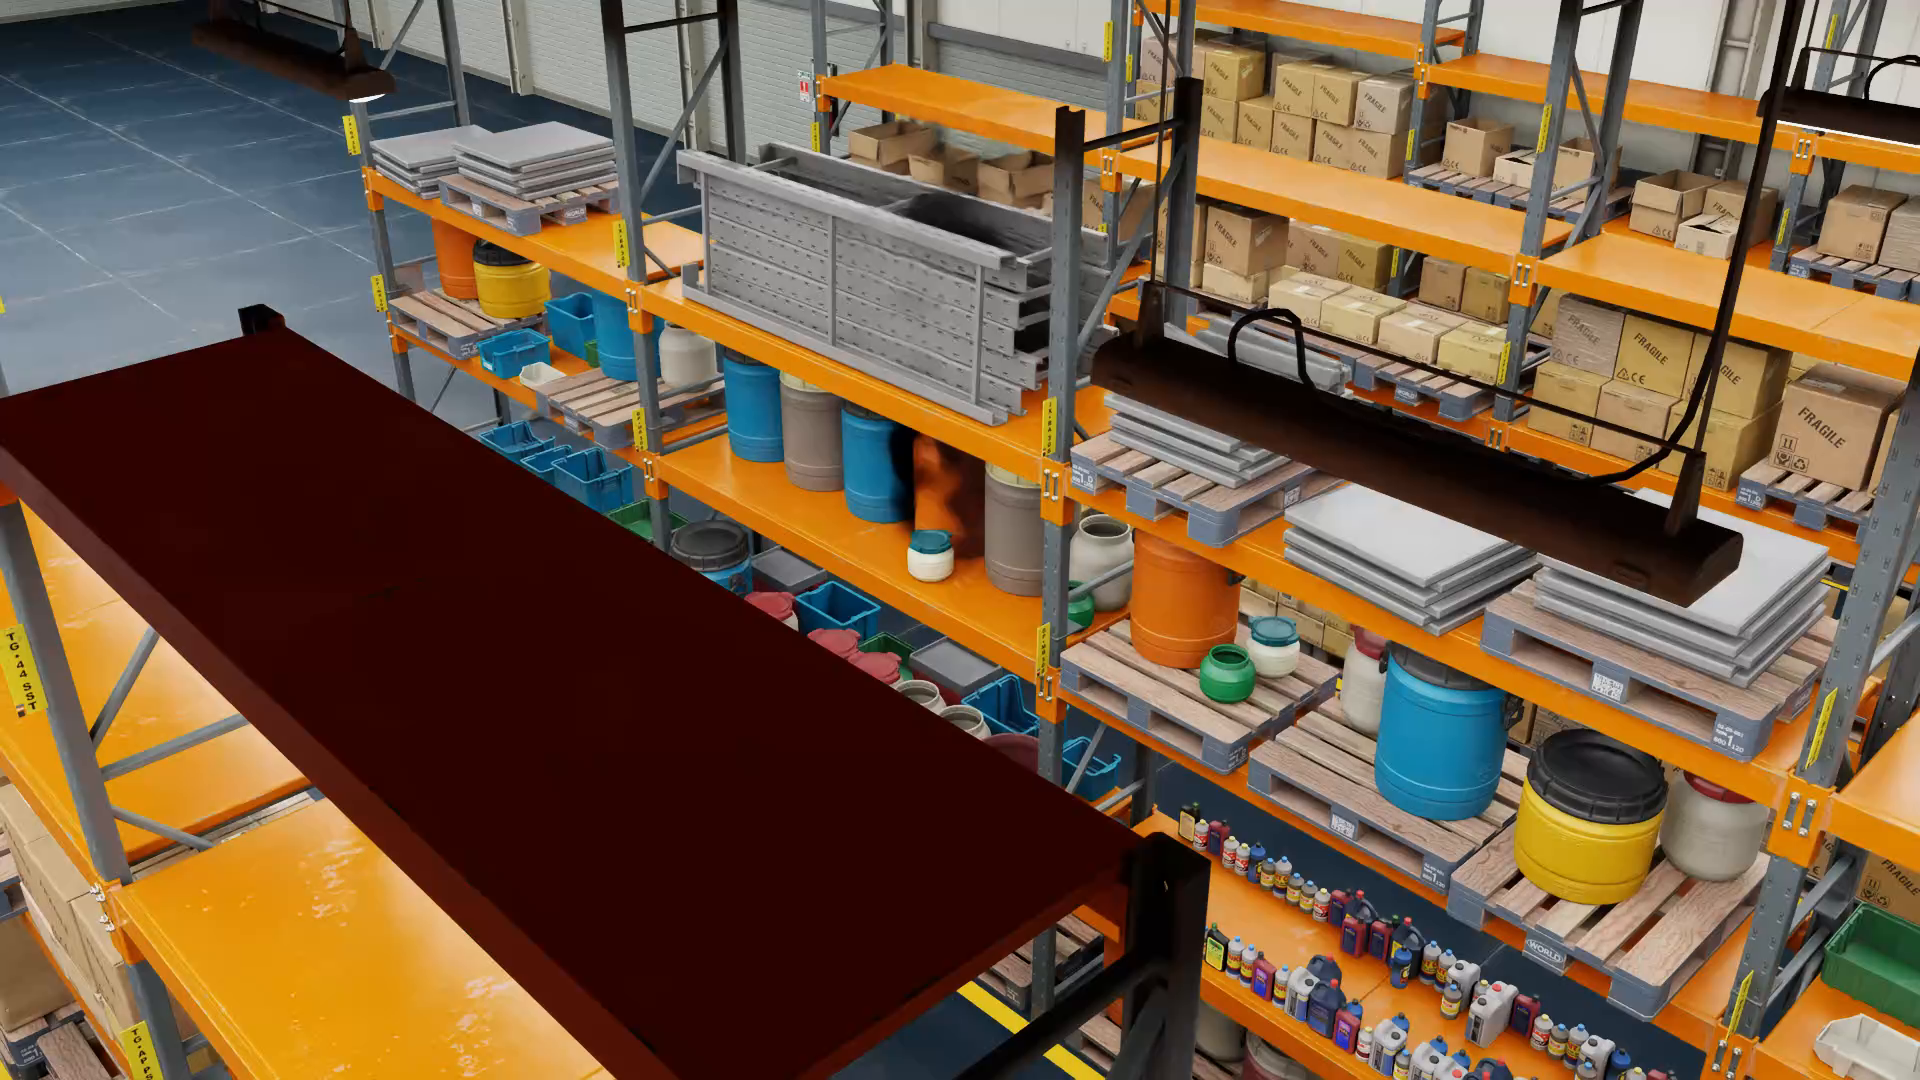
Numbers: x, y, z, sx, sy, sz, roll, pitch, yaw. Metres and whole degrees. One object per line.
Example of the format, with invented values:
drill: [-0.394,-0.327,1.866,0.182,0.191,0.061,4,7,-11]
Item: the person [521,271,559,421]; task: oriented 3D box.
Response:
person: [-4.655,-2.275,19.235,1.047,1.794,0.704,-6,29,-11]
